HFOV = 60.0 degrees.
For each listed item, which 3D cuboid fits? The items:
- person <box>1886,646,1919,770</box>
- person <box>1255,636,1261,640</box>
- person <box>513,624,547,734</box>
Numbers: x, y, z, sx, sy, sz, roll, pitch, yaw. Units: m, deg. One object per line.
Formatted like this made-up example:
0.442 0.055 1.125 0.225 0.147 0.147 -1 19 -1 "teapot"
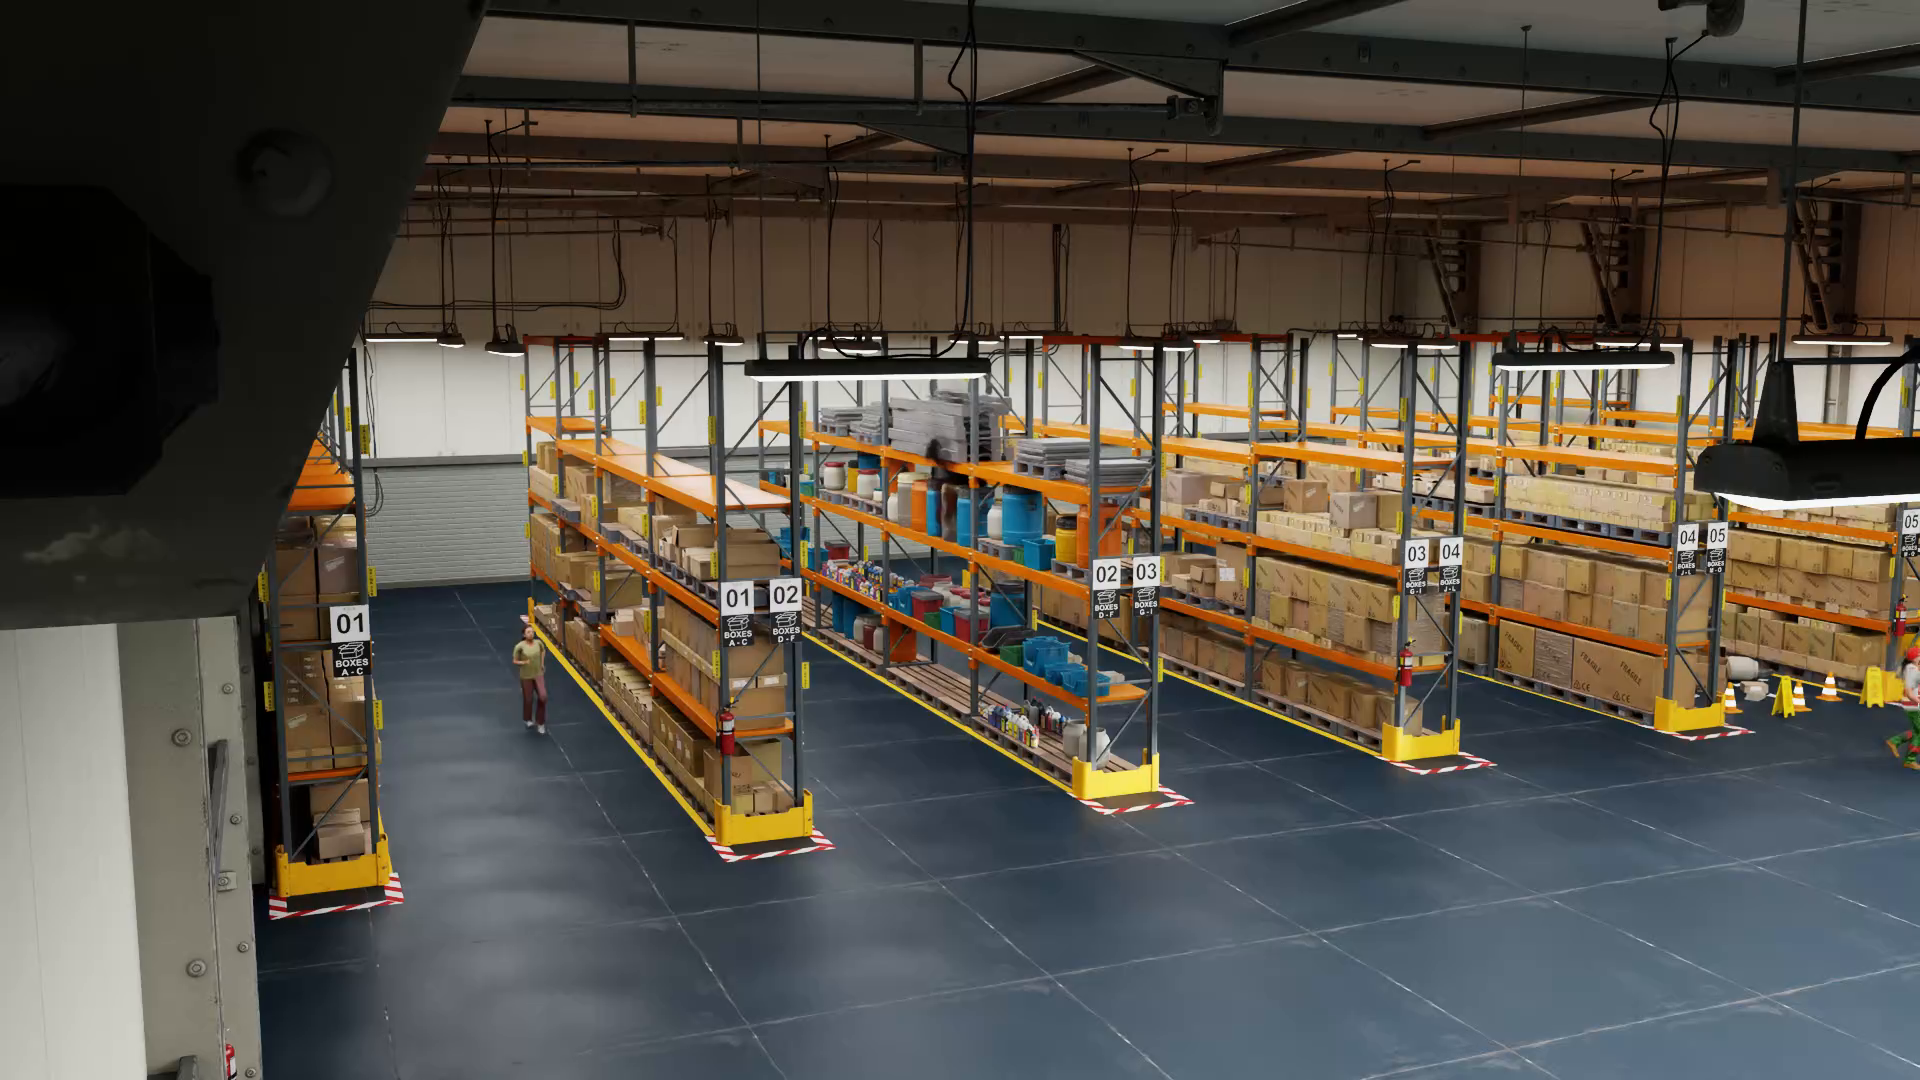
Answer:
13.425 2.359 23.476 0.564 1.749 0.653 4 9 27 "person"
5.931 1.096 33.054 0.625 1.760 0.730 -5 9 -35 "person"
-6.580 2.130 25.508 0.556 1.710 0.711 -4 9 -28 "person"
